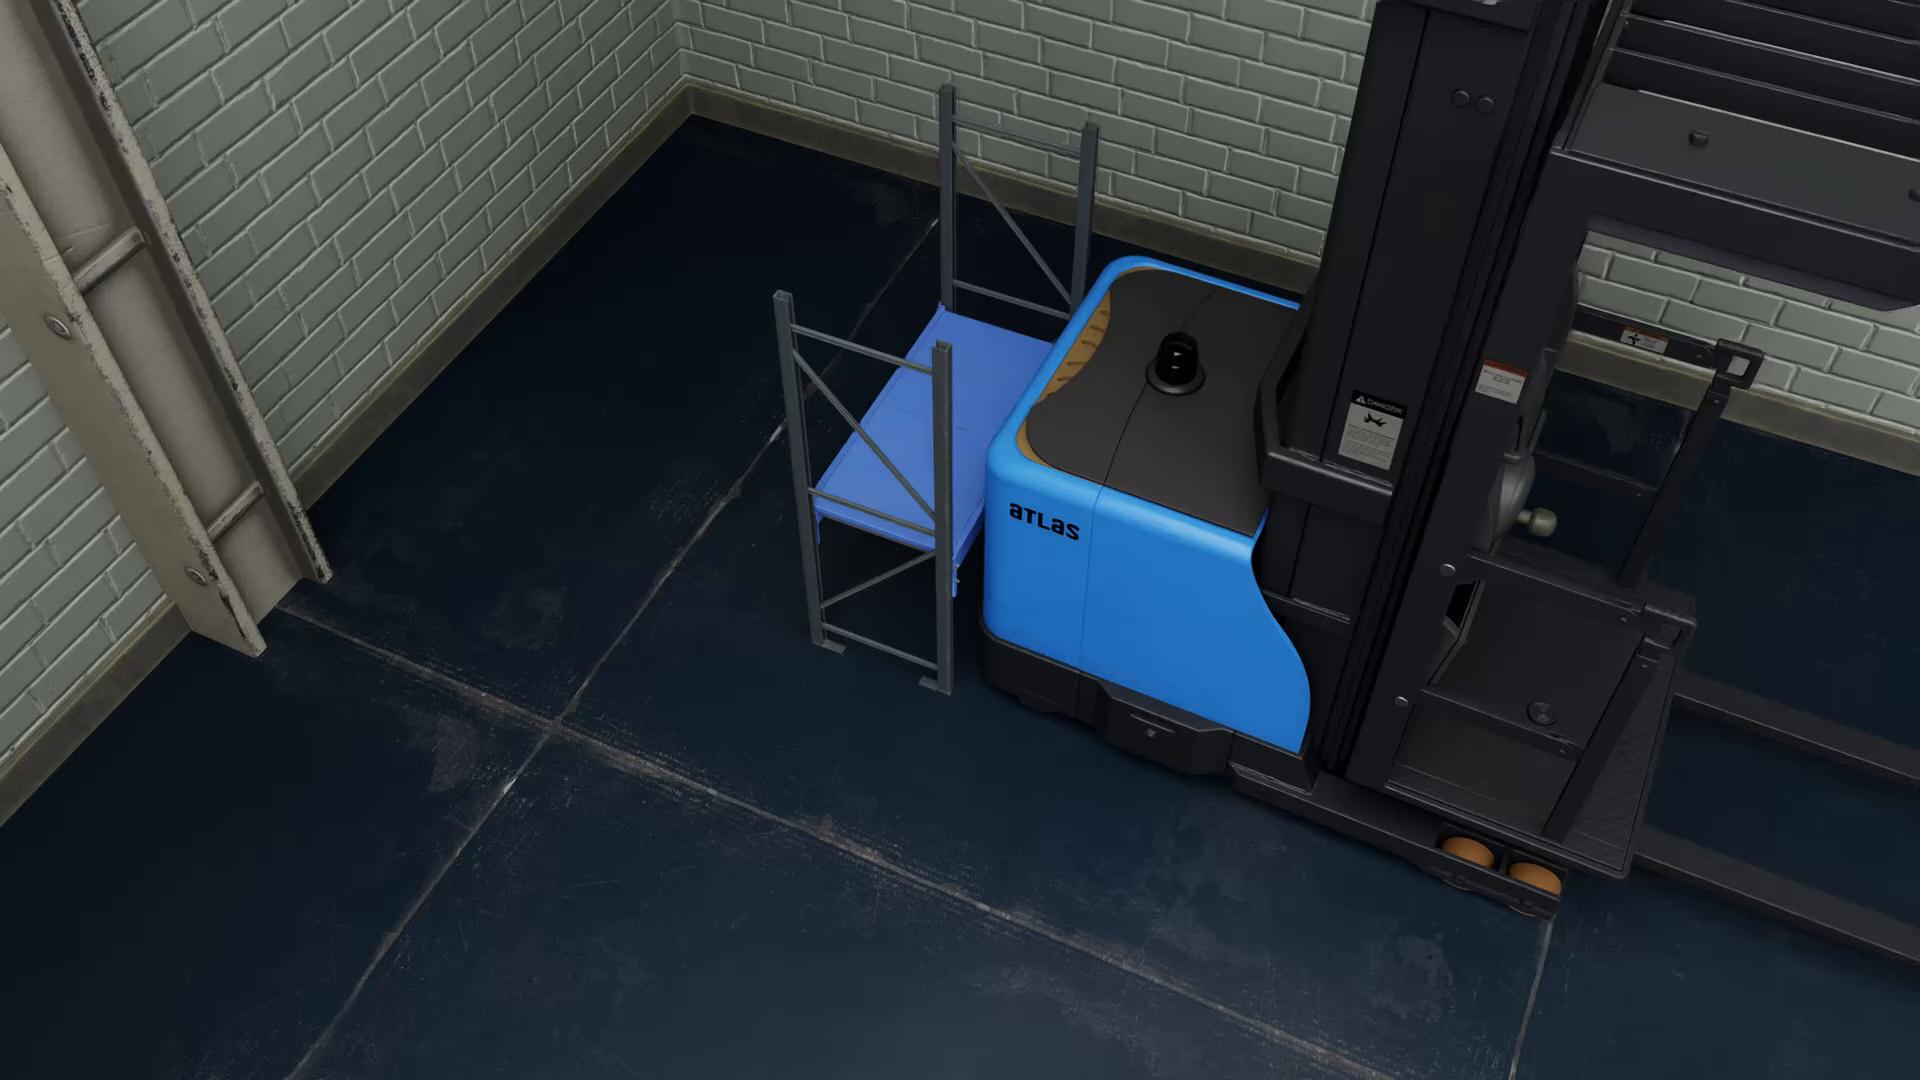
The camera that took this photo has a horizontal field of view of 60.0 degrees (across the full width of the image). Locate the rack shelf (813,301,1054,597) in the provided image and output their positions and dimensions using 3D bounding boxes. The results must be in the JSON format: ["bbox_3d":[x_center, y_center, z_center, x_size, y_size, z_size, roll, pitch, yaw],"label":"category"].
[{"bbox_3d":[-0.042,-0.313,5.268,0.538,0.185,1.000,19,52,16],"label":"rack shelf"}]

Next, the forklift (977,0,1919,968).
[{"bbox_3d":[1.611,-0.328,4.104,3.031,2.935,1.130,20,53,16],"label":"forklift"}]

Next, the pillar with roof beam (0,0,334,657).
[{"bbox_3d":[1.543,-1.318,0.963,9.100,9.000,0.400,20,52,16],"label":"pillar with roof beam"}]

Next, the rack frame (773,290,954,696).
[{"bbox_3d":[-0.253,-0.078,4.831,0.500,1.500,0.032,19,52,16],"label":"rack frame"}]

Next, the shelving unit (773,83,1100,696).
[{"bbox_3d":[-0.042,-0.430,5.131,0.538,1.500,1.048,19,52,16],"label":"shelving unit"}]

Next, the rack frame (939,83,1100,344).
[{"bbox_3d":[0.170,-0.782,5.430,0.500,1.500,0.032,19,52,16],"label":"rack frame"}]
